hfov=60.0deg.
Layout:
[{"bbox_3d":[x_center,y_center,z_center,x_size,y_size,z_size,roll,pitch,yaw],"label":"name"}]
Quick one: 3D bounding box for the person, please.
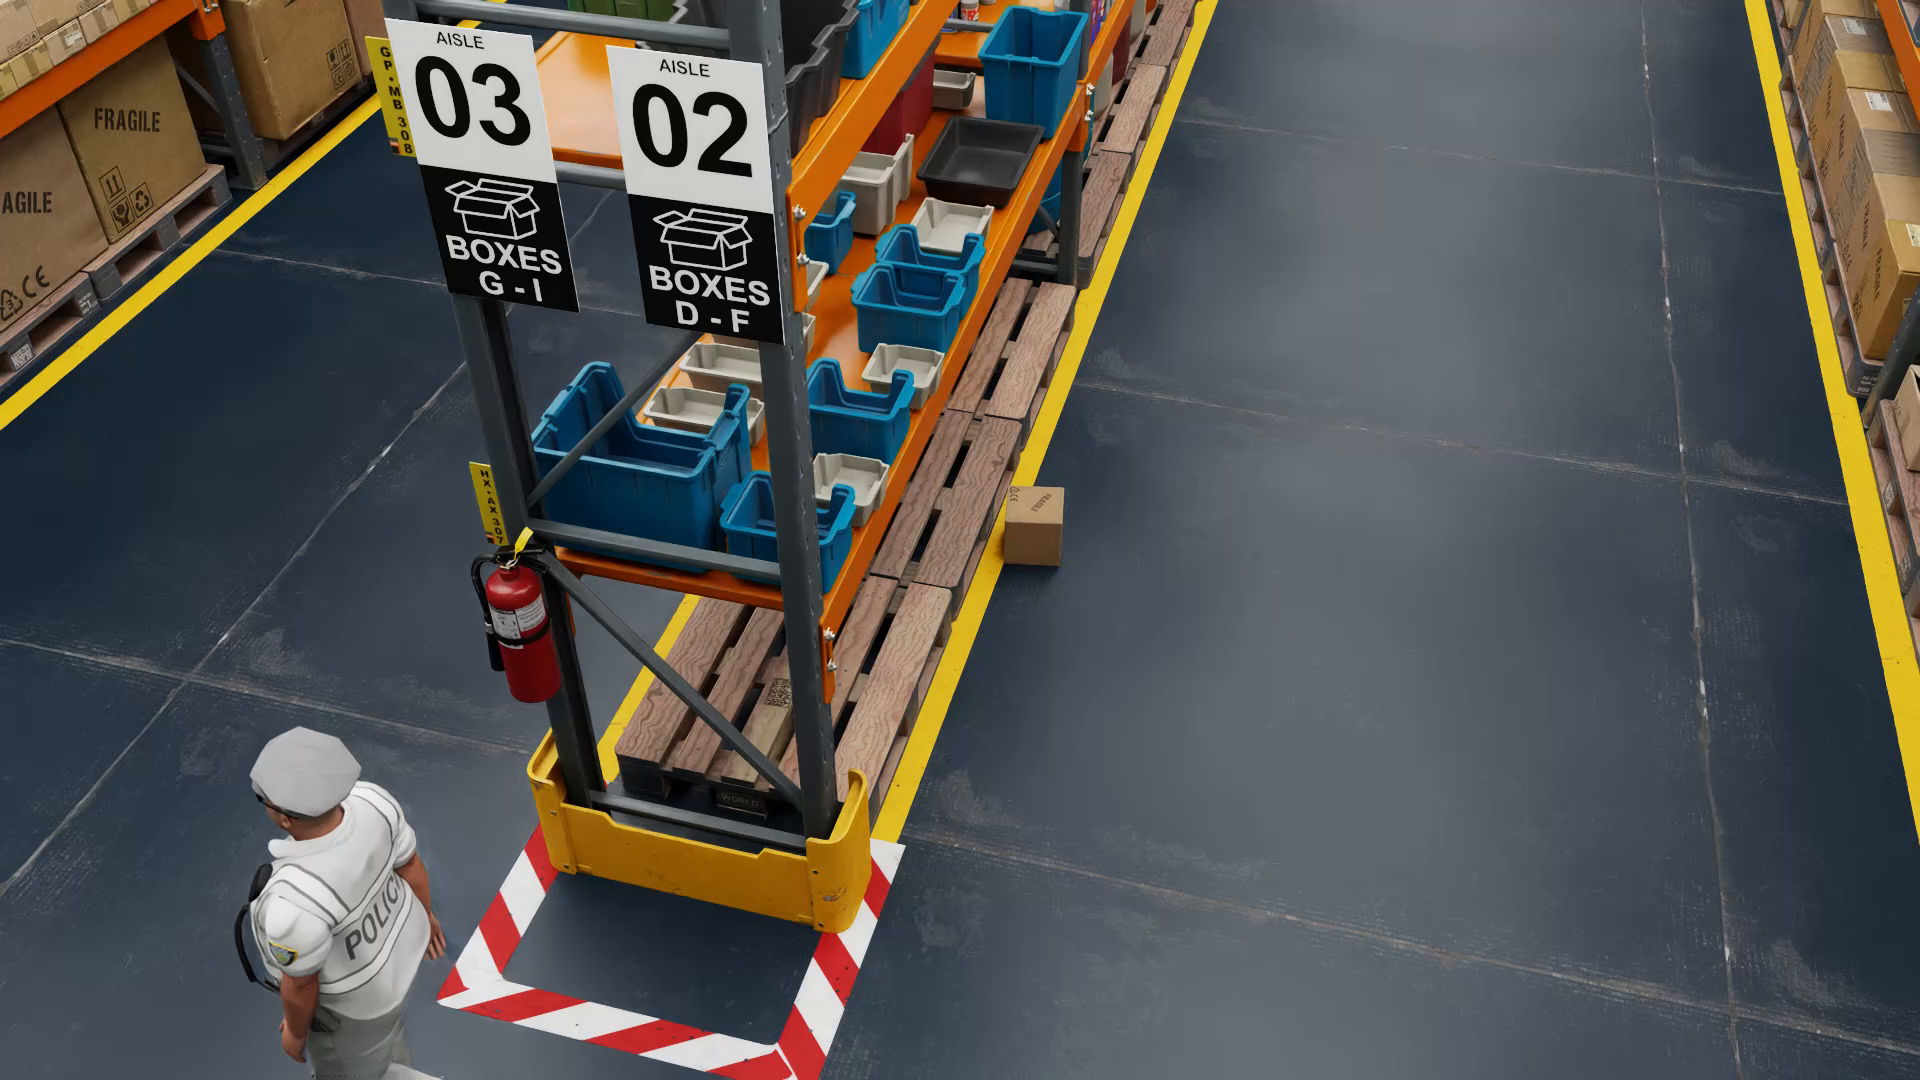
[{"bbox_3d":[-1.676,1.200,4.719,0.814,1.747,0.529,6,41,7],"label":"person"}]
